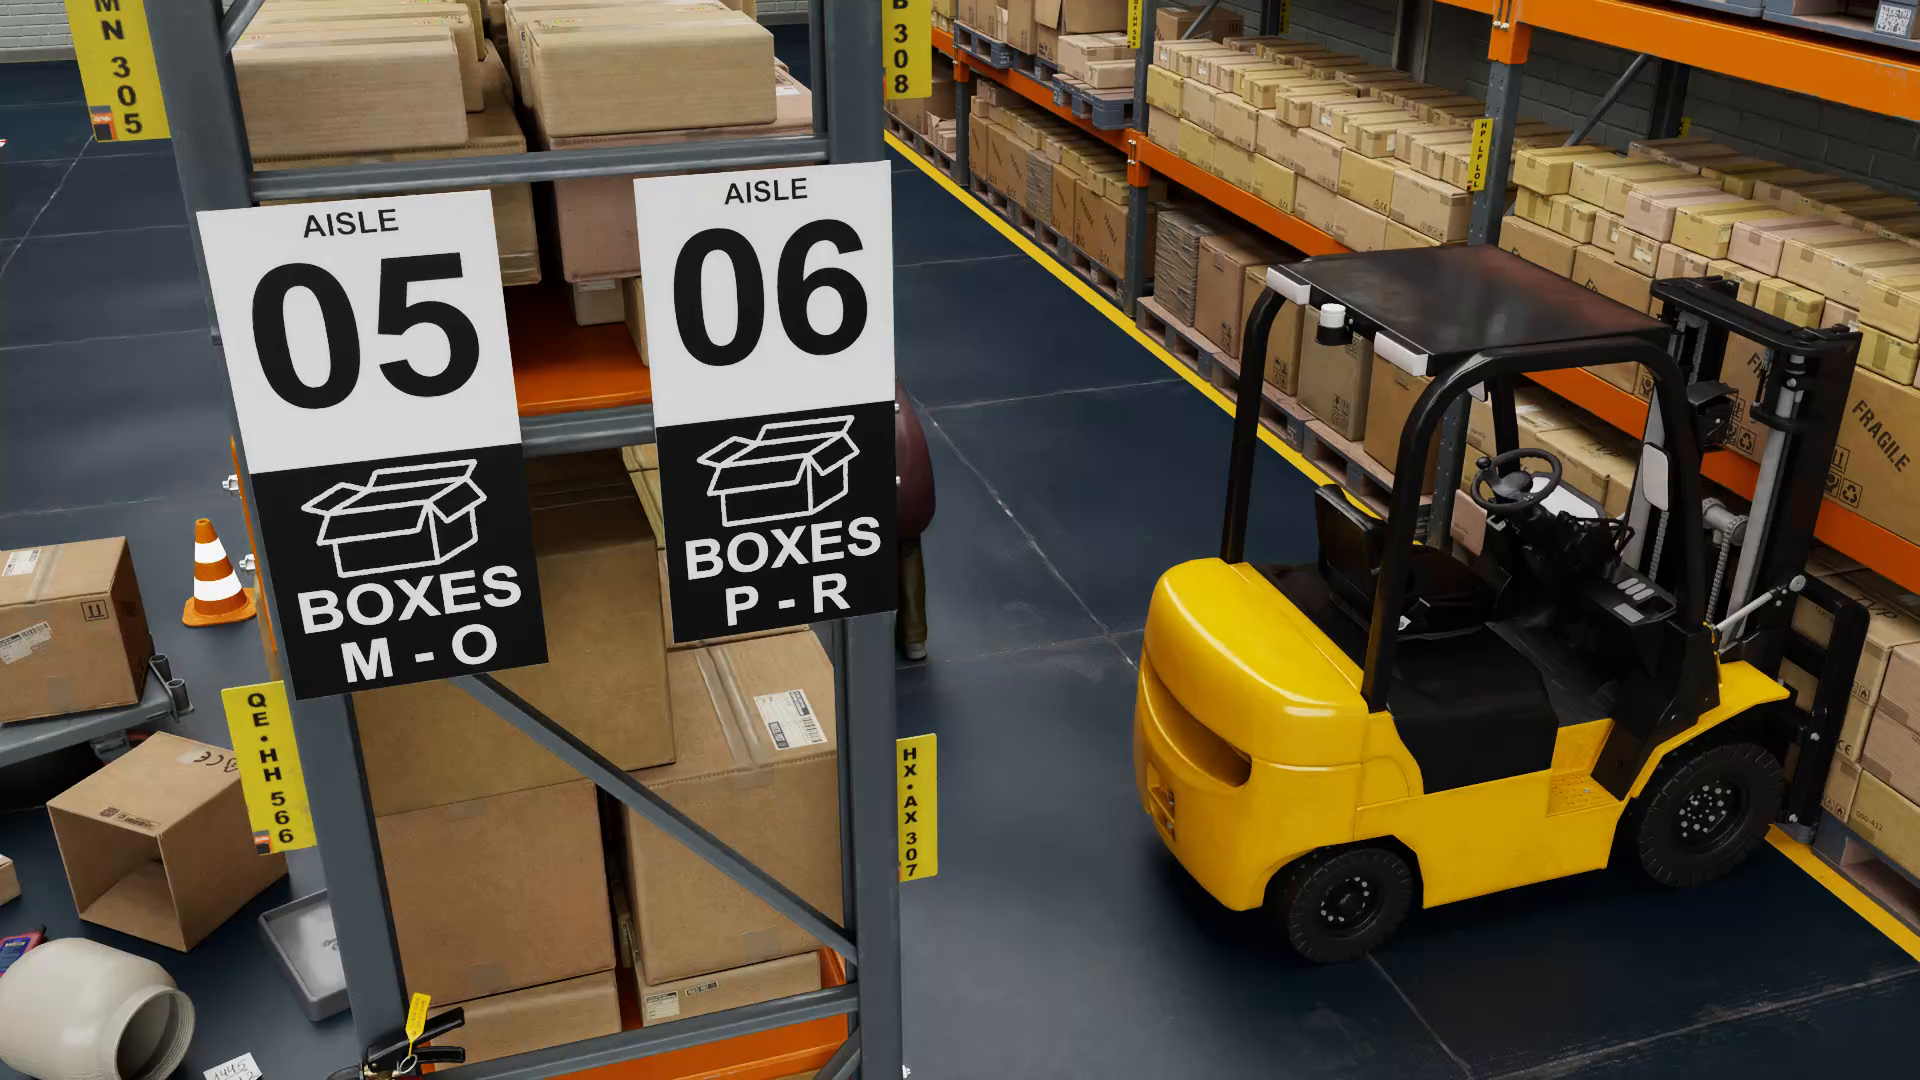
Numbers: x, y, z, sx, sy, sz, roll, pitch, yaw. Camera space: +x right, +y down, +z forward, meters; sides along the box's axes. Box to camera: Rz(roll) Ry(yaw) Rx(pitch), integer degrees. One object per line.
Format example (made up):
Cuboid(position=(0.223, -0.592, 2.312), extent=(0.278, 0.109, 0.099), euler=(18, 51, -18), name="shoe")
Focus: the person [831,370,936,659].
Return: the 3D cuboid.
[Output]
Cuboid(position=(-0.435, -0.216, 7.491), extent=(0.551, 1.416, 0.860), euler=(-10, 28, -20), name="person")
